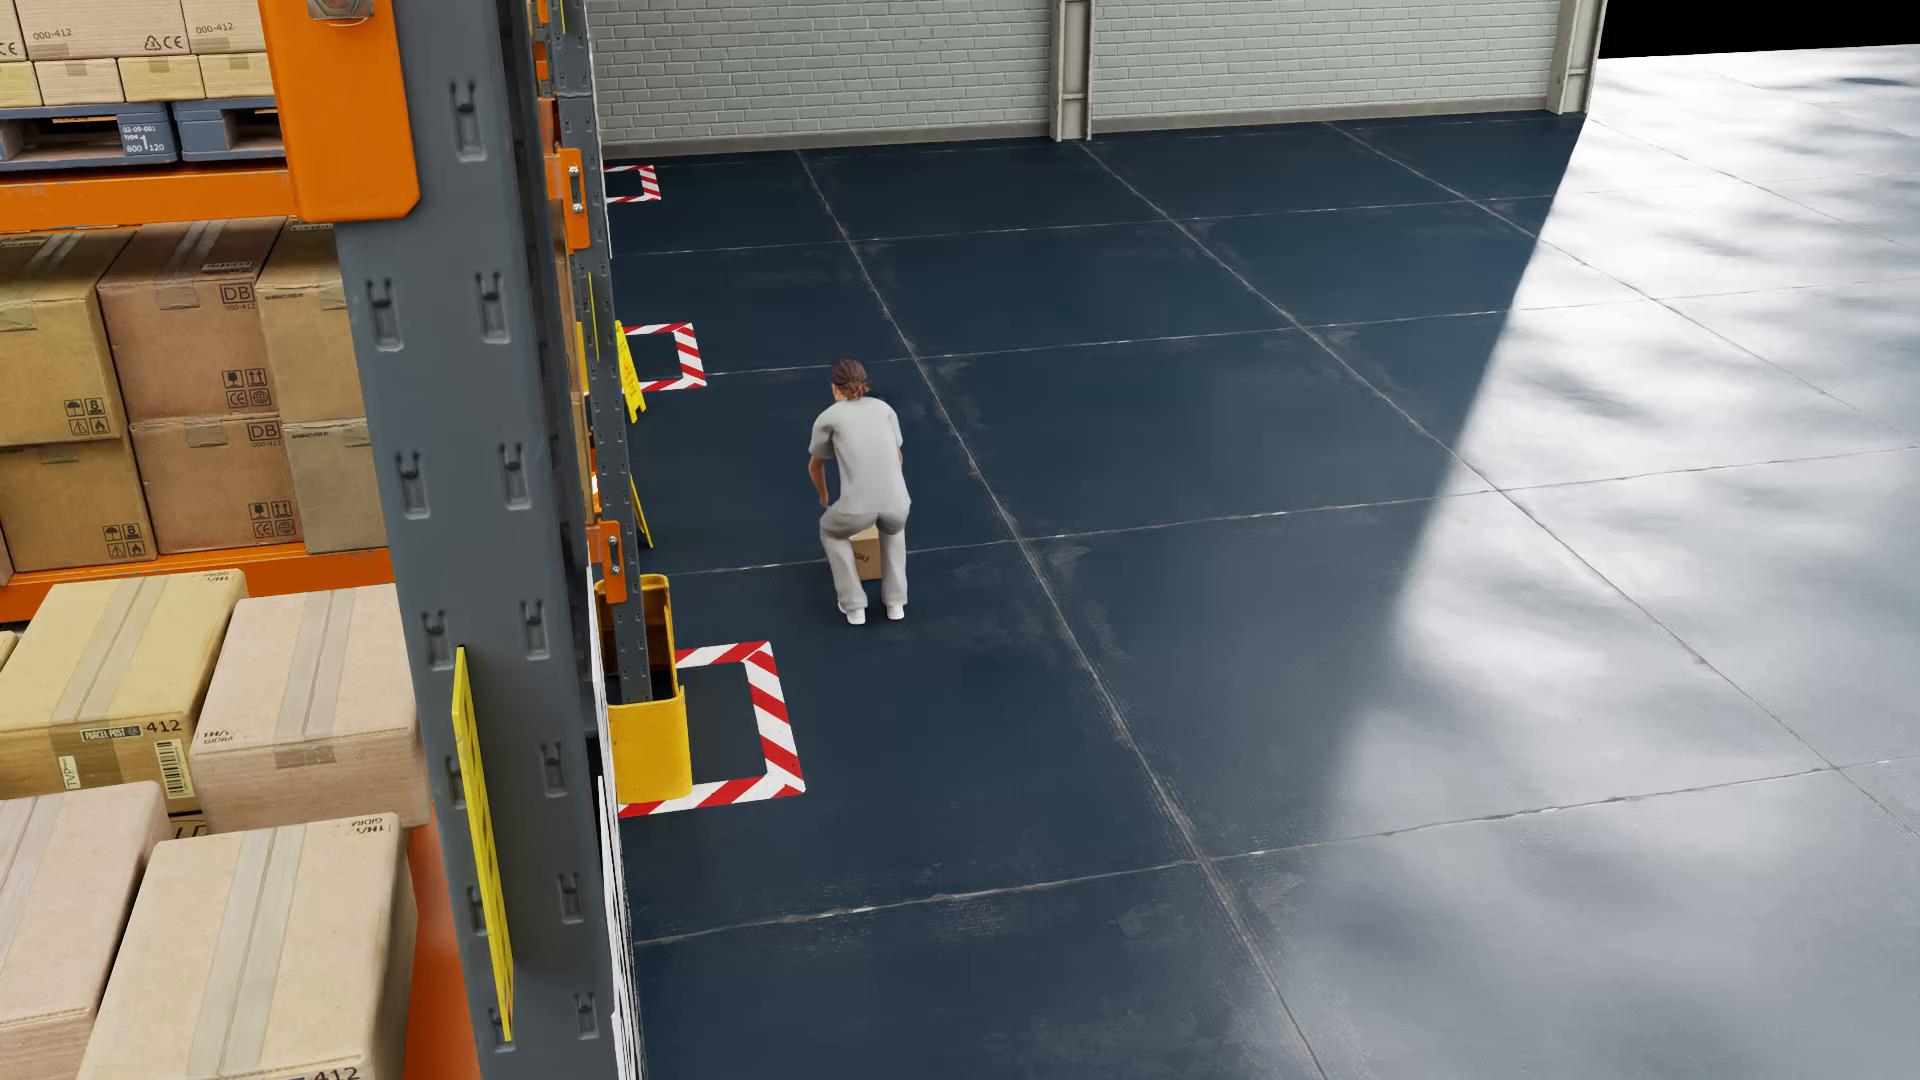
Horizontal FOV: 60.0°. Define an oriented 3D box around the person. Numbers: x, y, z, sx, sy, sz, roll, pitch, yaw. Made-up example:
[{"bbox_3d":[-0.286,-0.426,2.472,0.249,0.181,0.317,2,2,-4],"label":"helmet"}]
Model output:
[{"bbox_3d":[-0.511,-0.231,8.491,0.492,1.304,0.683,-6,27,-11],"label":"person"}]
